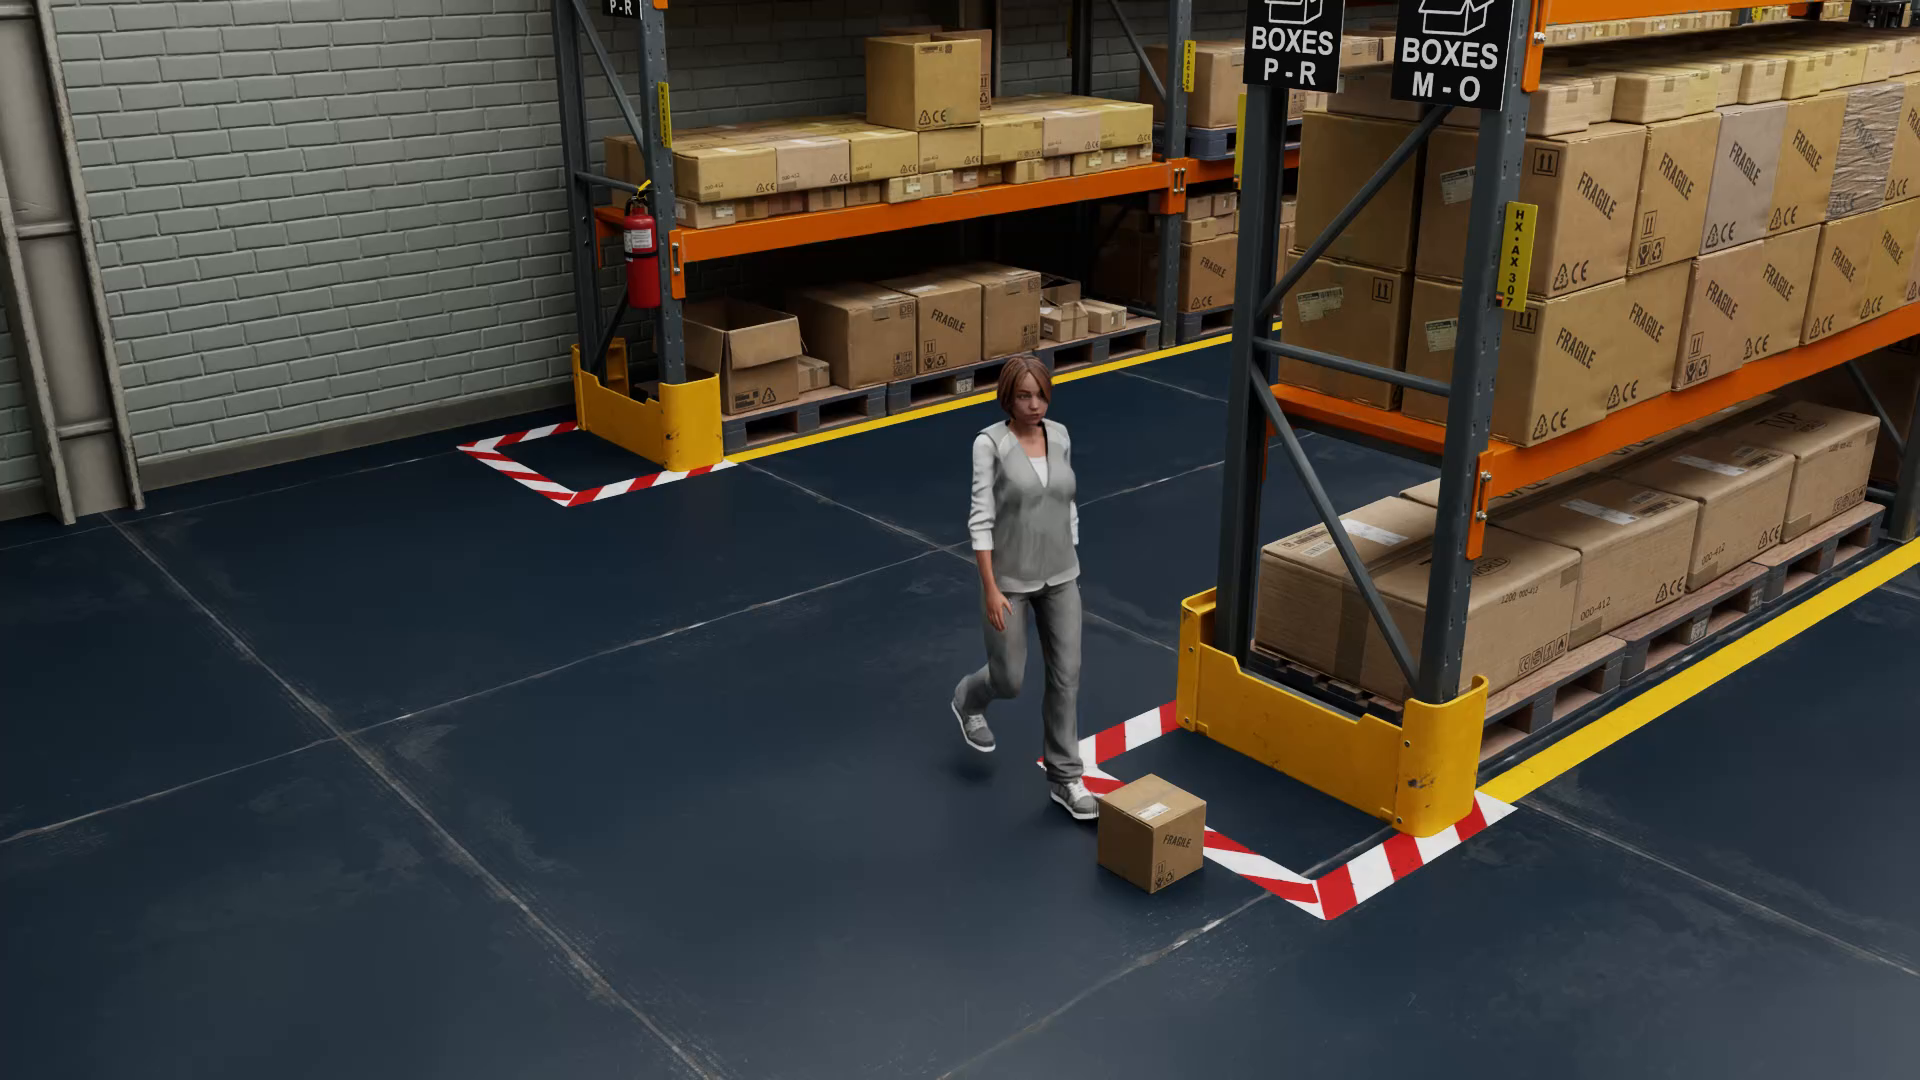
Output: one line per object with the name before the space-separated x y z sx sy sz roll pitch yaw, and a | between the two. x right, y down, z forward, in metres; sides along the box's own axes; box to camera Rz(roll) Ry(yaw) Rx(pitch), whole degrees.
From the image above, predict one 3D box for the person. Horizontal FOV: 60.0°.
person | 0.239 0.143 5.720 0.424 1.569 0.742 -9 23 -22
